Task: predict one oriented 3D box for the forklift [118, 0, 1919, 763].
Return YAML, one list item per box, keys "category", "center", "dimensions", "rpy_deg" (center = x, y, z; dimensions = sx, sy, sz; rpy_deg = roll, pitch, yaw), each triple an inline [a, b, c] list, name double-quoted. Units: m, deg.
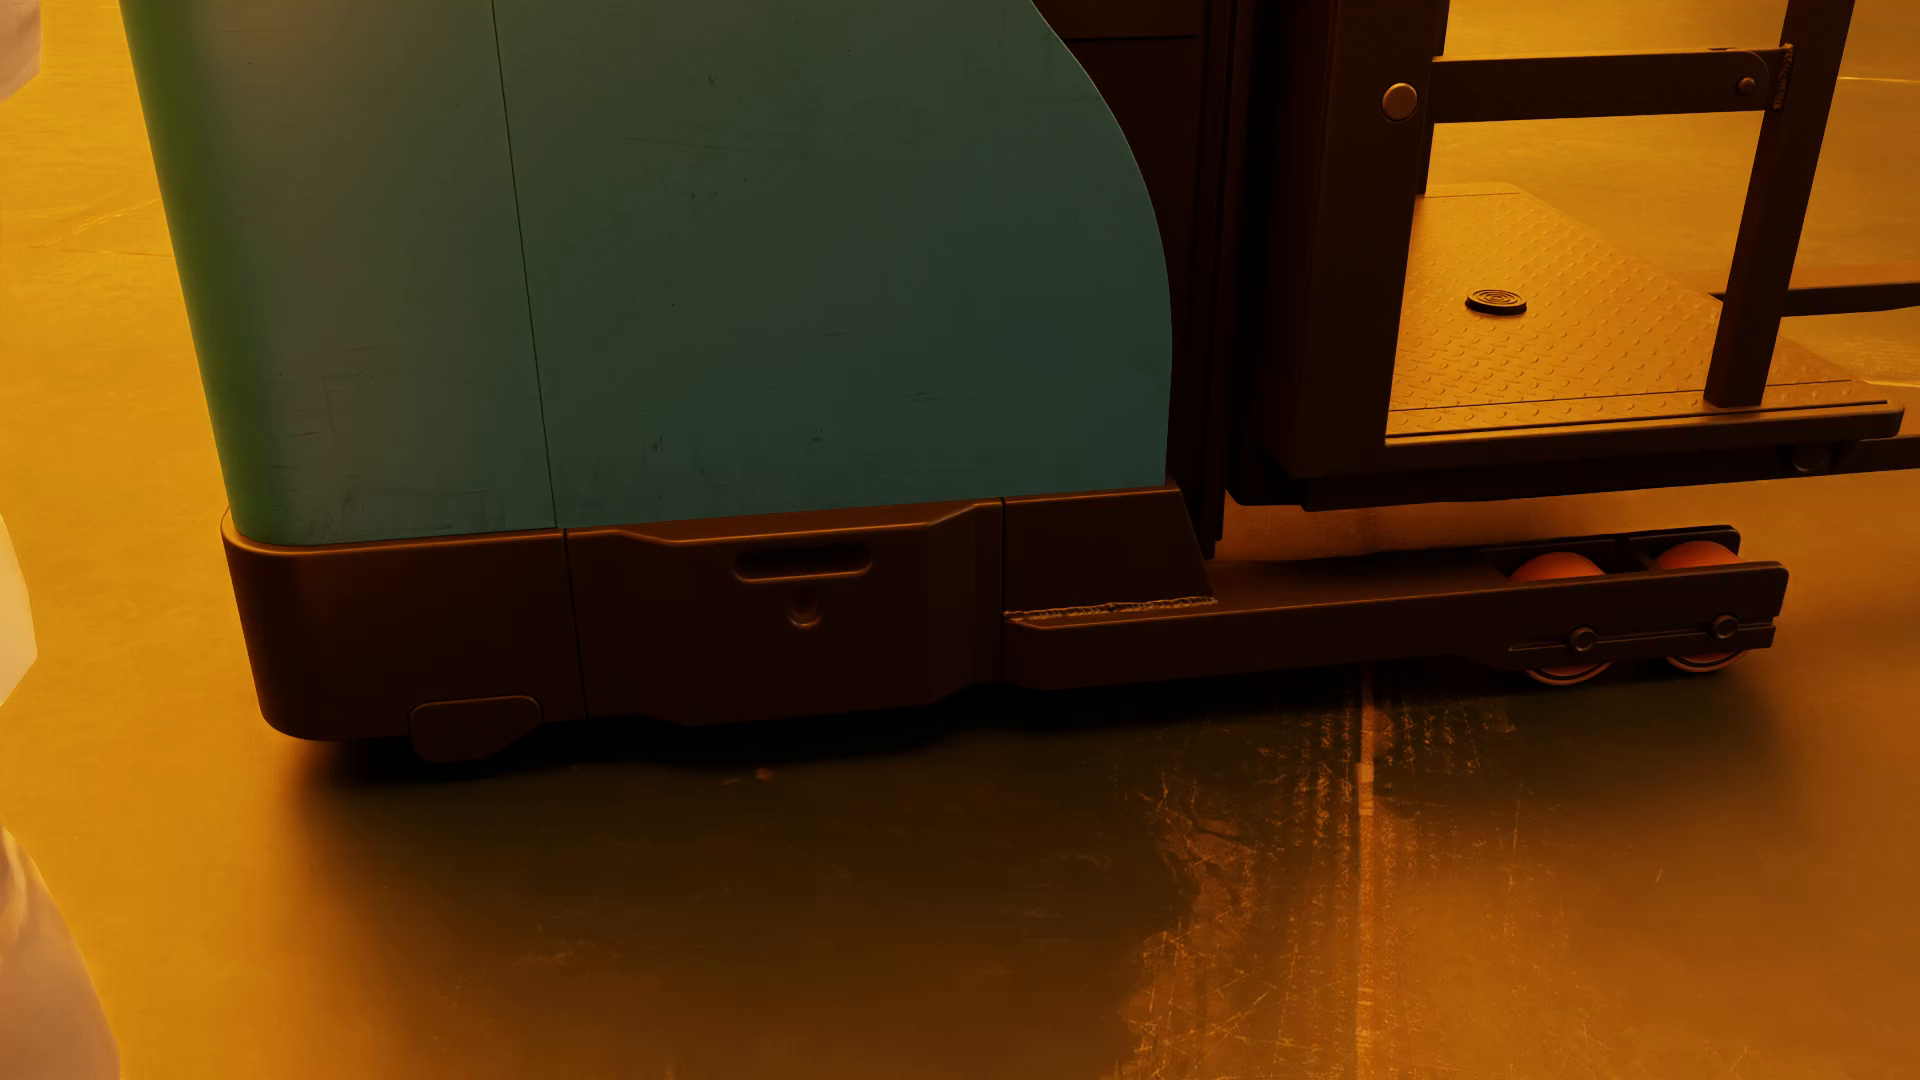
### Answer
- category: "forklift"
  center: [0.600, -1.354, 1.930]
  dimensions: [3.031, 2.935, 1.130]
  rpy_deg: [-4, 27, -9]
